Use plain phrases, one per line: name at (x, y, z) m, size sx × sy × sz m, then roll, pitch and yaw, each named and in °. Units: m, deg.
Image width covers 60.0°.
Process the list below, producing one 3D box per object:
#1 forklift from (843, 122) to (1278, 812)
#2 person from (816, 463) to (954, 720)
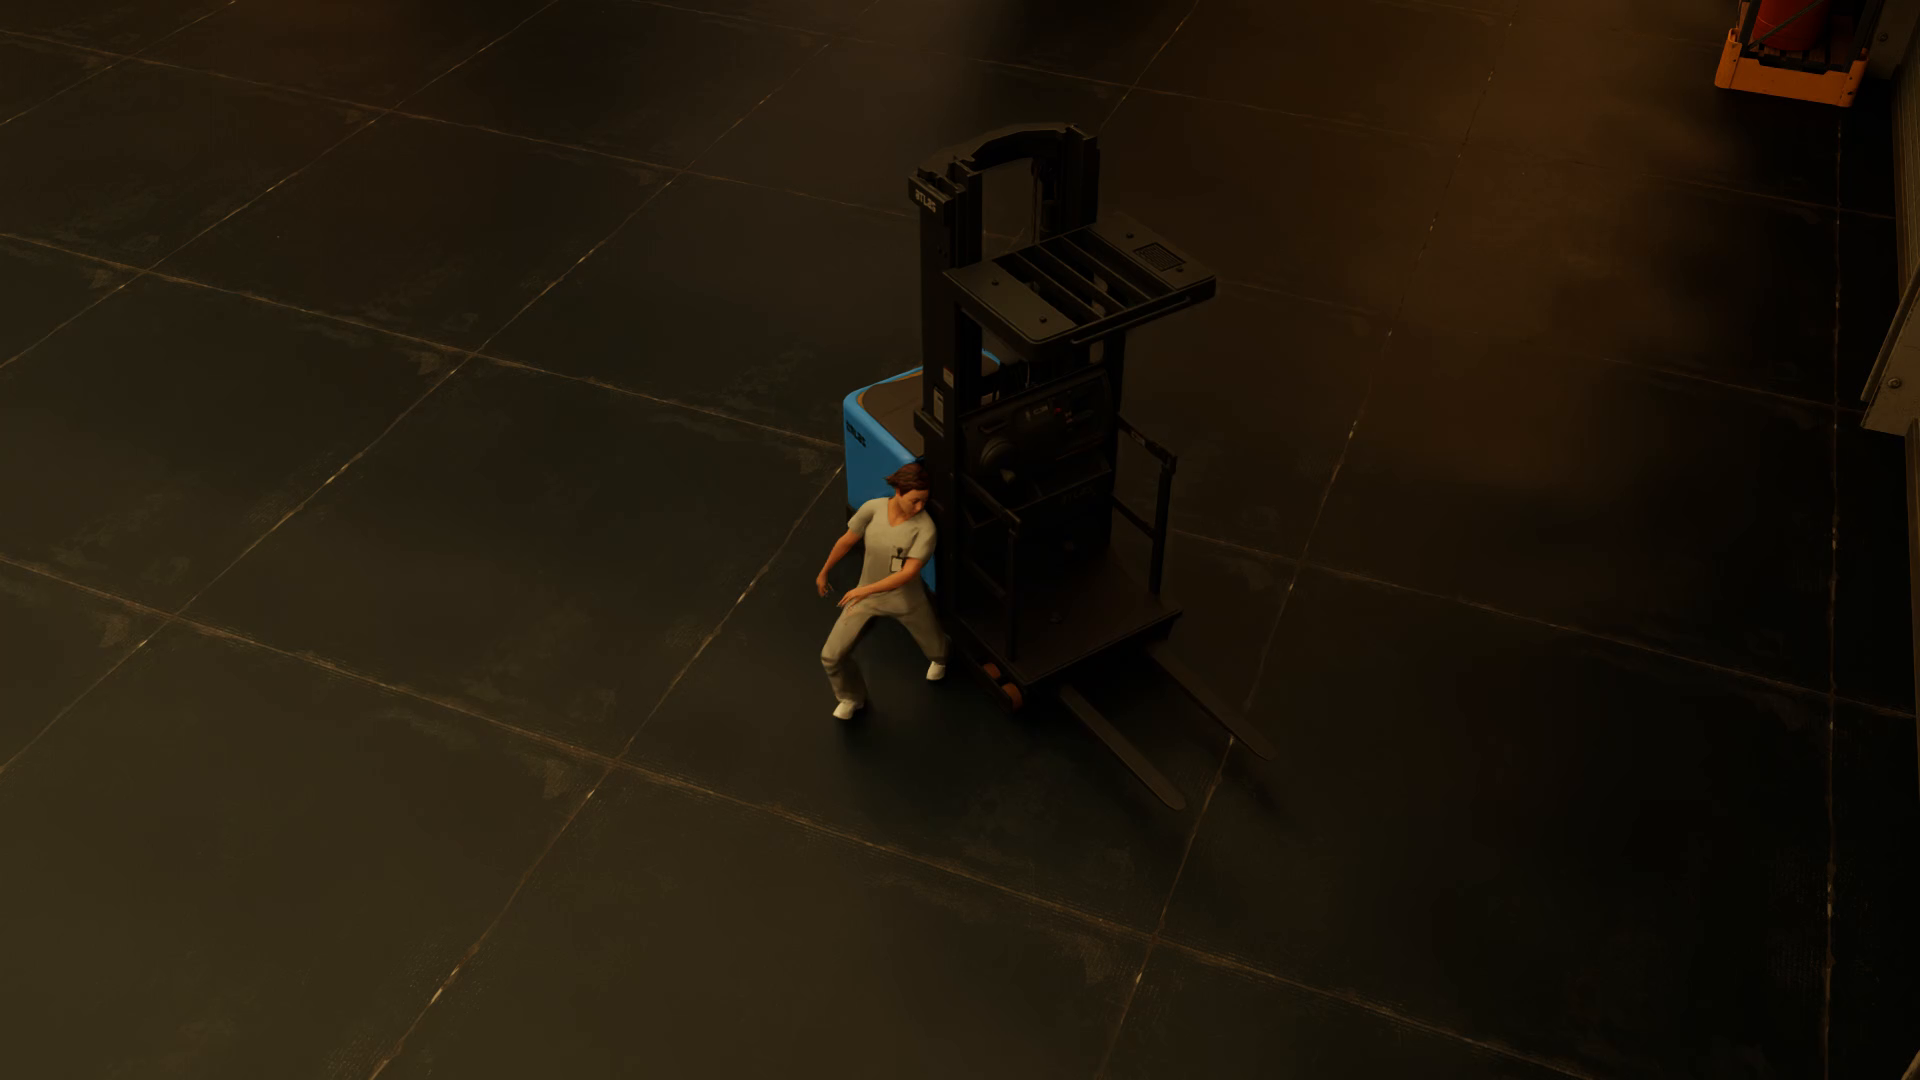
forklift at (0.535, -0.523, 8.631) m, size 1.130 × 2.935 × 3.031 m, roll -23°, pitch 45°, yaw -25°
person at (-0.415, 0.285, 8.749) m, size 0.710 × 1.553 × 0.840 m, roll 8°, pitch 41°, yaw 9°
